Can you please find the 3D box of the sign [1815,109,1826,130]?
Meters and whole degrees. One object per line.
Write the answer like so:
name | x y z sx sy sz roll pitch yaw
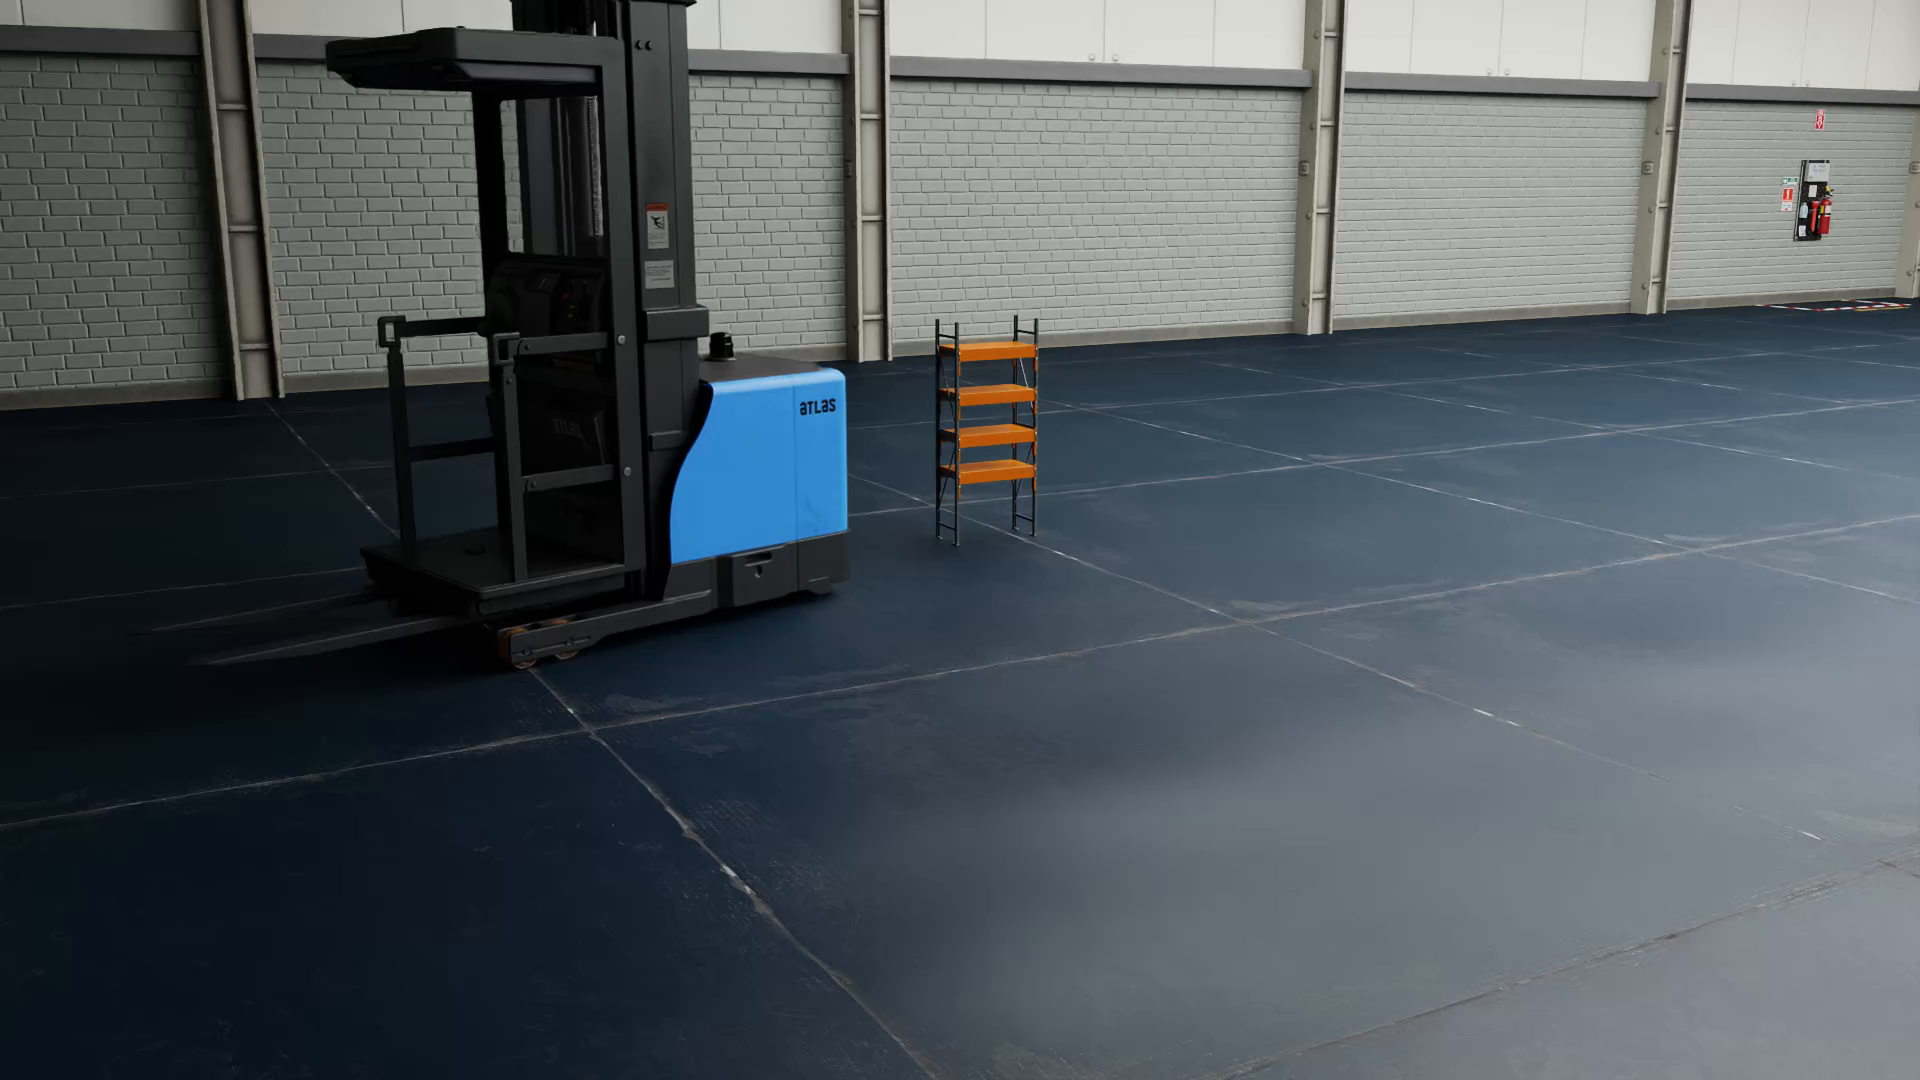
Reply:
sign | 12.600 -6.157 24.358 0.199 0.298 0.001 -7 14 -28

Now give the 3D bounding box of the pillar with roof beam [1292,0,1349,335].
pillar with roof beam | 6.372 -6.095 15.699 0.400 9.000 9.100 -7 14 -28

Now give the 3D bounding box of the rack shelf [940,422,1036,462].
rack shelf | 0.145 -0.537 9.070 0.480 0.148 0.258 -7 14 -28

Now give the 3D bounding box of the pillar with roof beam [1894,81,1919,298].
pillar with roof beam | 16.905 -7.358 21.308 0.400 9.000 9.100 -7 14 -28

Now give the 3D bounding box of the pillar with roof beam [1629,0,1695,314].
pillar with roof beam | 11.638 -6.727 18.503 0.400 9.000 9.100 -7 14 -28

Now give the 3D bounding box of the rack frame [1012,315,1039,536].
rack frame | 0.359 -0.628 9.169 0.015 1.200 0.240 -7 14 -28

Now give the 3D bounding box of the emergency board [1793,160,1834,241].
emergency board | 12.655 -5.008 24.531 0.643 1.169 0.194 -7 14 -28

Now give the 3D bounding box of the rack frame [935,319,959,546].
rack frame | -0.069 -0.577 8.941 0.015 1.200 0.240 -7 14 -28

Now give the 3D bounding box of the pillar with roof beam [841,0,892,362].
pillar with roof beam | 1.106 -5.464 12.894 0.400 9.000 9.100 -7 14 -28

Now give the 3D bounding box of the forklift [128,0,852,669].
forklift | -1.935 -1.033 7.025 3.031 2.935 1.130 -12 17 -42

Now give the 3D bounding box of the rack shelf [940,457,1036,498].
rack shelf | 0.145 -0.343 9.113 0.480 0.148 0.258 -7 14 -28

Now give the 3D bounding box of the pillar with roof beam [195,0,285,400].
pillar with roof beam | -4.161 -4.833 10.089 0.400 9.000 9.100 -7 14 -28

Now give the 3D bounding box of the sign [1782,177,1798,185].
sign | 12.128 -5.245 24.293 0.331 0.109 0.001 -7 14 -28

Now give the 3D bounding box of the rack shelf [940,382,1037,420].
rack shelf | 0.145 -0.755 9.020 0.480 0.148 0.258 -7 14 -28

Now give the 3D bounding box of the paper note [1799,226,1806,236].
paper note | 12.466 -4.573 24.604 0.142 0.148 0.016 -7 14 -28

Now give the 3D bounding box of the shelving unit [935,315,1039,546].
shelving unit | 0.145 -0.603 9.055 0.503 1.200 0.258 -7 14 -28

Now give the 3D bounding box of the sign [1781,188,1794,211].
sign | 12.120 -4.987 24.357 0.234 0.329 0.001 -7 14 -28

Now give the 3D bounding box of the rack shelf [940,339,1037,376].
rack shelf | 0.145 -0.986 8.969 0.480 0.148 0.258 -7 14 -28
